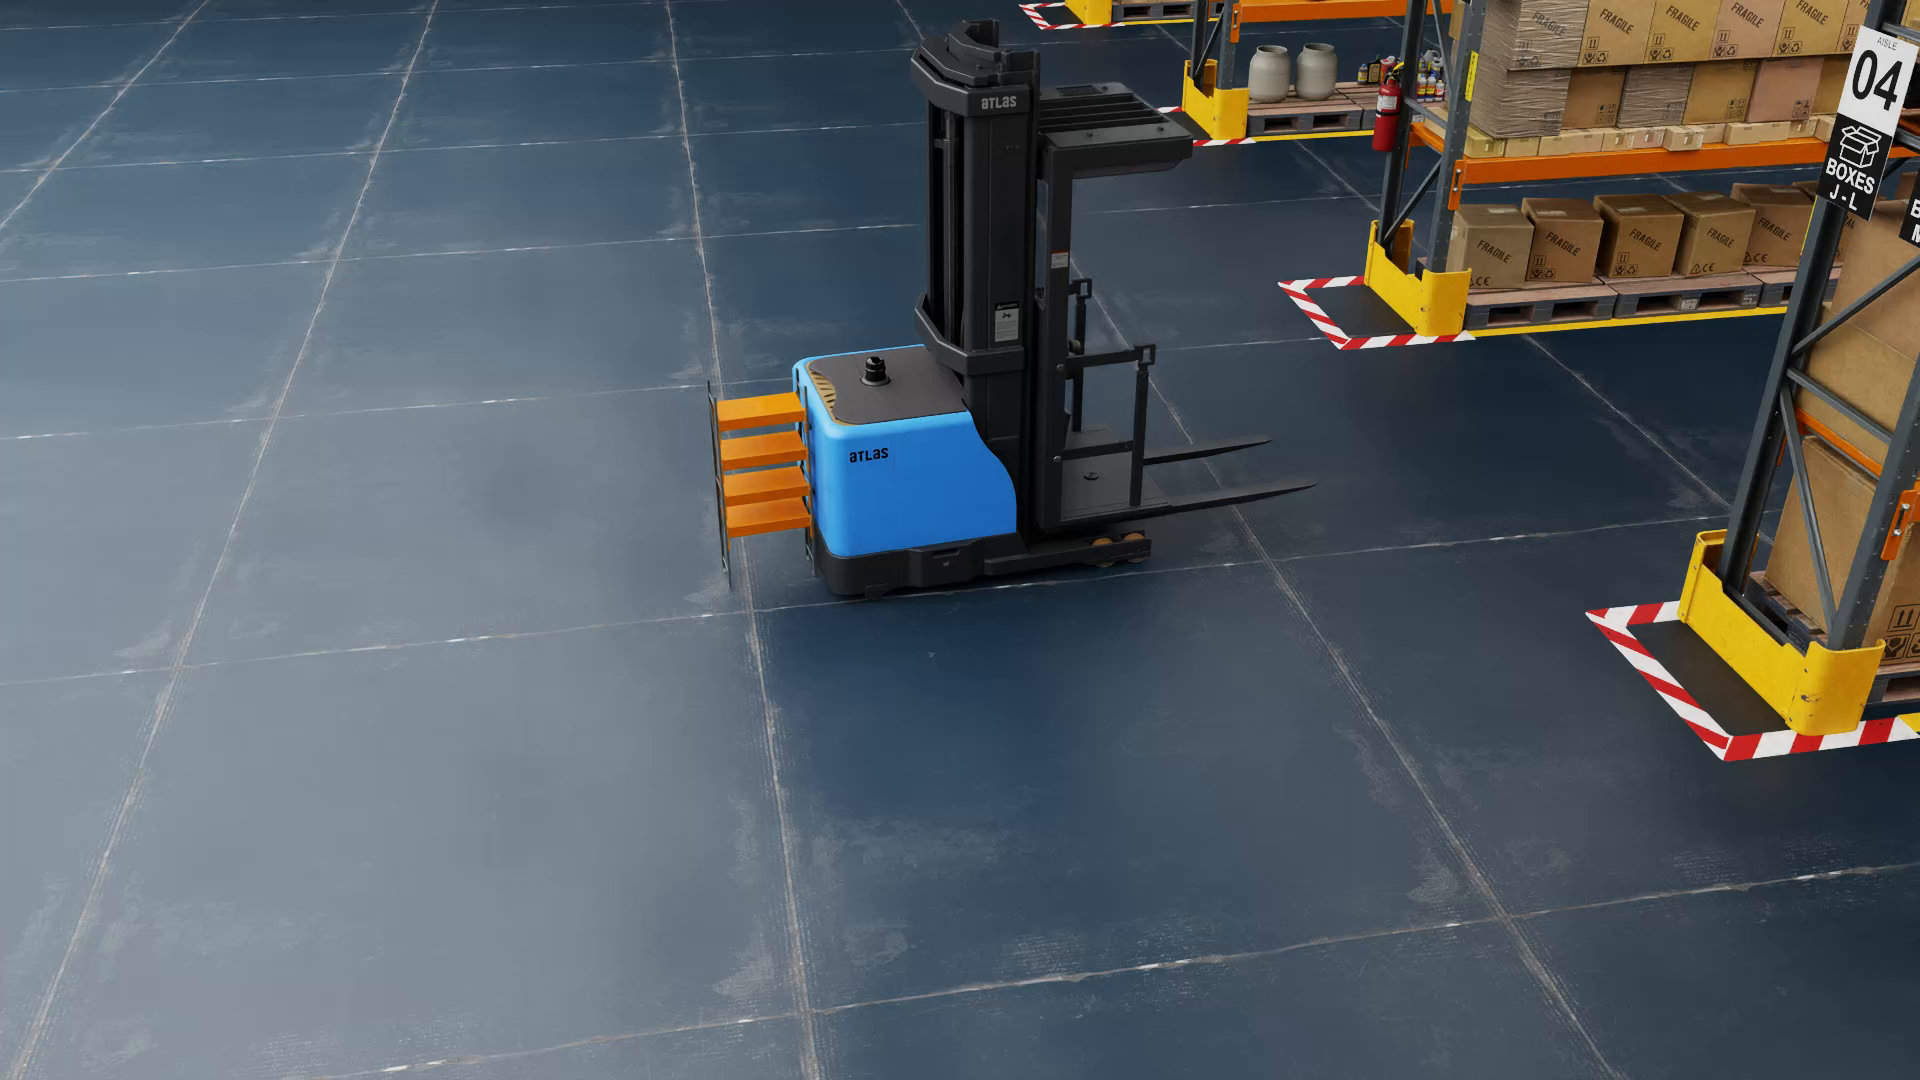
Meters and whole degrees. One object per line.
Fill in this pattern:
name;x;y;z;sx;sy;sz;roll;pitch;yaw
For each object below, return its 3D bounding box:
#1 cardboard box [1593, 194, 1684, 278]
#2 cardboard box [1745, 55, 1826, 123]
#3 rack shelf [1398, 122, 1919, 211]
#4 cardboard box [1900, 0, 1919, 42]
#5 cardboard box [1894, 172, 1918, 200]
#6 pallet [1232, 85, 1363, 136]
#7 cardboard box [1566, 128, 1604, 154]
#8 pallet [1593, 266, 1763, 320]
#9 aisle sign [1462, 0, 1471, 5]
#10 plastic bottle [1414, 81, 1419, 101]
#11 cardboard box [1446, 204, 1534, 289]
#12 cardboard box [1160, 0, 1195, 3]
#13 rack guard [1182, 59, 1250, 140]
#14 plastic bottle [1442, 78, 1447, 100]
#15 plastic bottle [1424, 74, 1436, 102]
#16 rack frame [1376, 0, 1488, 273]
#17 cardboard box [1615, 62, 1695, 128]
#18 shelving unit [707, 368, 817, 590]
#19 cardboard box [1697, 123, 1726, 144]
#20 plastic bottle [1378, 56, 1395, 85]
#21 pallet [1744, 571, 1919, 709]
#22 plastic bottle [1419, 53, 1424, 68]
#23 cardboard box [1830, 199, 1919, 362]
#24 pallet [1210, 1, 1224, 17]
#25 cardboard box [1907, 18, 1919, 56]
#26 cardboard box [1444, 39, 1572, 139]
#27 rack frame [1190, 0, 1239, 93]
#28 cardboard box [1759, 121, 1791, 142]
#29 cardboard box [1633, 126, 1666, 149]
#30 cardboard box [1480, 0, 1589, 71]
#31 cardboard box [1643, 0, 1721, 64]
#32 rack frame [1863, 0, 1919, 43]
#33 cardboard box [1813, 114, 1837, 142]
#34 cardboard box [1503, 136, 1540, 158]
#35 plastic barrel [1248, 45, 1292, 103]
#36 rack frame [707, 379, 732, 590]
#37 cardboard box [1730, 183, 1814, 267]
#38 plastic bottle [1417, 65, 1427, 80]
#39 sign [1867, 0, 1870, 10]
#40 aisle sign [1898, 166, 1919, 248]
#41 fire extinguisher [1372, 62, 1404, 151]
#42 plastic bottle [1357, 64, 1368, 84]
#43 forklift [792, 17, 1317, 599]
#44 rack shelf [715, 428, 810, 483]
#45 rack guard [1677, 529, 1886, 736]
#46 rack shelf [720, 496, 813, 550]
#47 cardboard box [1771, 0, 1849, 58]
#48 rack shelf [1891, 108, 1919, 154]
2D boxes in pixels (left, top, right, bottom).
cardboard box;5.260;-2.380;13.005;0.500;0.500;0.500;-3;31;-4
cardboard box;5.950;-3.511;12.484;0.500;0.500;0.875;-5;31;-9
rack shelf;5.409;-2.981;12.685;4.000;0.370;1.077;-5;31;-9
cardboard box;6.983;-3.898;12.156;0.500;0.500;0.500;-5;31;-9
cardboard box;7.984;-2.631;13.412;0.500;0.500;0.700;-8;31;-13
pallet;3.416;-4.478;17.272;1.213;0.211;1.003;-5;31;-9
cardboard box;4.505;-2.969;12.203;0.250;0.149;0.380;-5;31;-9
pallet;5.519;-2.080;13.193;1.213;0.211;1.003;-5;31;-9
aisle sign;3.435;-4.074;11.269;0.004;0.787;0.394;-5;31;-9
plastic bottle;4.615;-4.619;17.006;0.133;0.283;0.061;-5;31;-8
cardboard box;4.059;-2.261;12.802;0.500;0.500;0.500;0;30;0
cardboard box;2.720;-7.029;21.158;0.500;0.250;0.500;-5;31;-9
rack guard;2.616;-4.531;17.077;0.348;0.500;1.175;-5;31;-9
plastic bottle;5.024;-4.661;17.089;0.097;0.271;0.097;0;30;0
plastic bottle;4.824;-4.642;17.058;0.097;0.271;0.097;0;30;0
rack frame;3.441;-3.109;12.192;0.127;3.000;1.000;-5;31;-9
cardboard box;4.957;-3.446;12.374;0.500;0.500;0.875;-5;31;-9
shelving unit;-1.094;-0.331;9.243;0.503;1.200;0.258;-9;32;-14
cardboard box;5.480;-3.085;12.400;0.250;0.149;0.380;-5;31;-9
plastic bottle;4.530;-4.989;17.643;0.135;0.276;0.152;-5;31;-9
pallet;5.008;0.464;8.868;1.213;0.211;1.003;-5;31;-9
plastic bottle;4.828;-5.051;17.675;0.185;0.351;0.144;-4;31;-7
cardboard box;4.607;-1.171;7.684;0.550;0.550;0.875;-5;31;-9
pallet;3.603;-7.047;21.640;1.213;0.211;1.003;-5;31;-9
cardboard box;4.501;-2.235;7.481;0.250;0.149;0.380;-5;31;-9
cardboard box;3.987;-3.317;12.153;0.500;0.500;0.875;-5;31;-9
rack frame;2.549;-5.578;16.392;0.127;3.000;1.000;-5;31;-9
cardboard box;5.979;-3.110;12.442;0.250;0.149;0.380;-5;31;-9
cardboard box;4.993;-3.025;12.298;0.250;0.149;0.380;-5;31;-9
cardboard box;4.032;-3.625;11.692;0.500;0.500;0.500;-5;31;-9
cardboard box;5.016;-3.714;11.843;0.500;0.500;0.500;-5;31;-9
rack frame;4.235;-3.213;6.450;0.127;3.000;1.000;-5;31;-9
cardboard box;6.487;-3.110;12.442;0.250;0.149;0.380;-5;31;-9
cardboard box;4.014;-2.921;12.120;0.250;0.149;0.380;-5;31;-9
plastic barrel;3.183;-4.785;17.083;0.421;0.512;0.421;0;30;0
rack frame;-1.328;-0.296;9.184;0.015;1.200;0.240;-9;32;-14
cardboard box;6.413;-2.505;13.217;0.500;0.500;0.500;4;31;7
plastic bottle;4.893;-4.931;17.617;0.097;0.201;0.097;0;30;0
sign;4.151;-2.539;7.468;0.005;0.325;0.100;-5;31;-9
aisle sign;4.220;-1.591;7.046;0.004;0.787;0.394;-5;31;-9
fire extinguisher;3.246;-3.295;12.585;0.183;0.674;0.296;-5;31;-9
plastic bottle;4.277;-4.948;17.646;0.097;0.201;0.097;0;30;0
forklift;0.605;-1.354;9.276;3.031;2.935;1.130;-9;32;-14
rack shelf;-1.094;-0.466;9.164;0.480;0.148;0.258;-9;32;-14
rack guard;4.212;0.453;8.601;0.348;0.500;1.175;-5;31;-9
rack shelf;-1.094;-0.102;9.378;0.480;0.148;0.258;-9;32;-14
cardboard box;5.999;-3.807;12.000;0.500;0.500;0.500;-5;31;-9
rack shelf;6.203;-1.792;7.703;4.000;0.370;1.077;-5;31;-9
